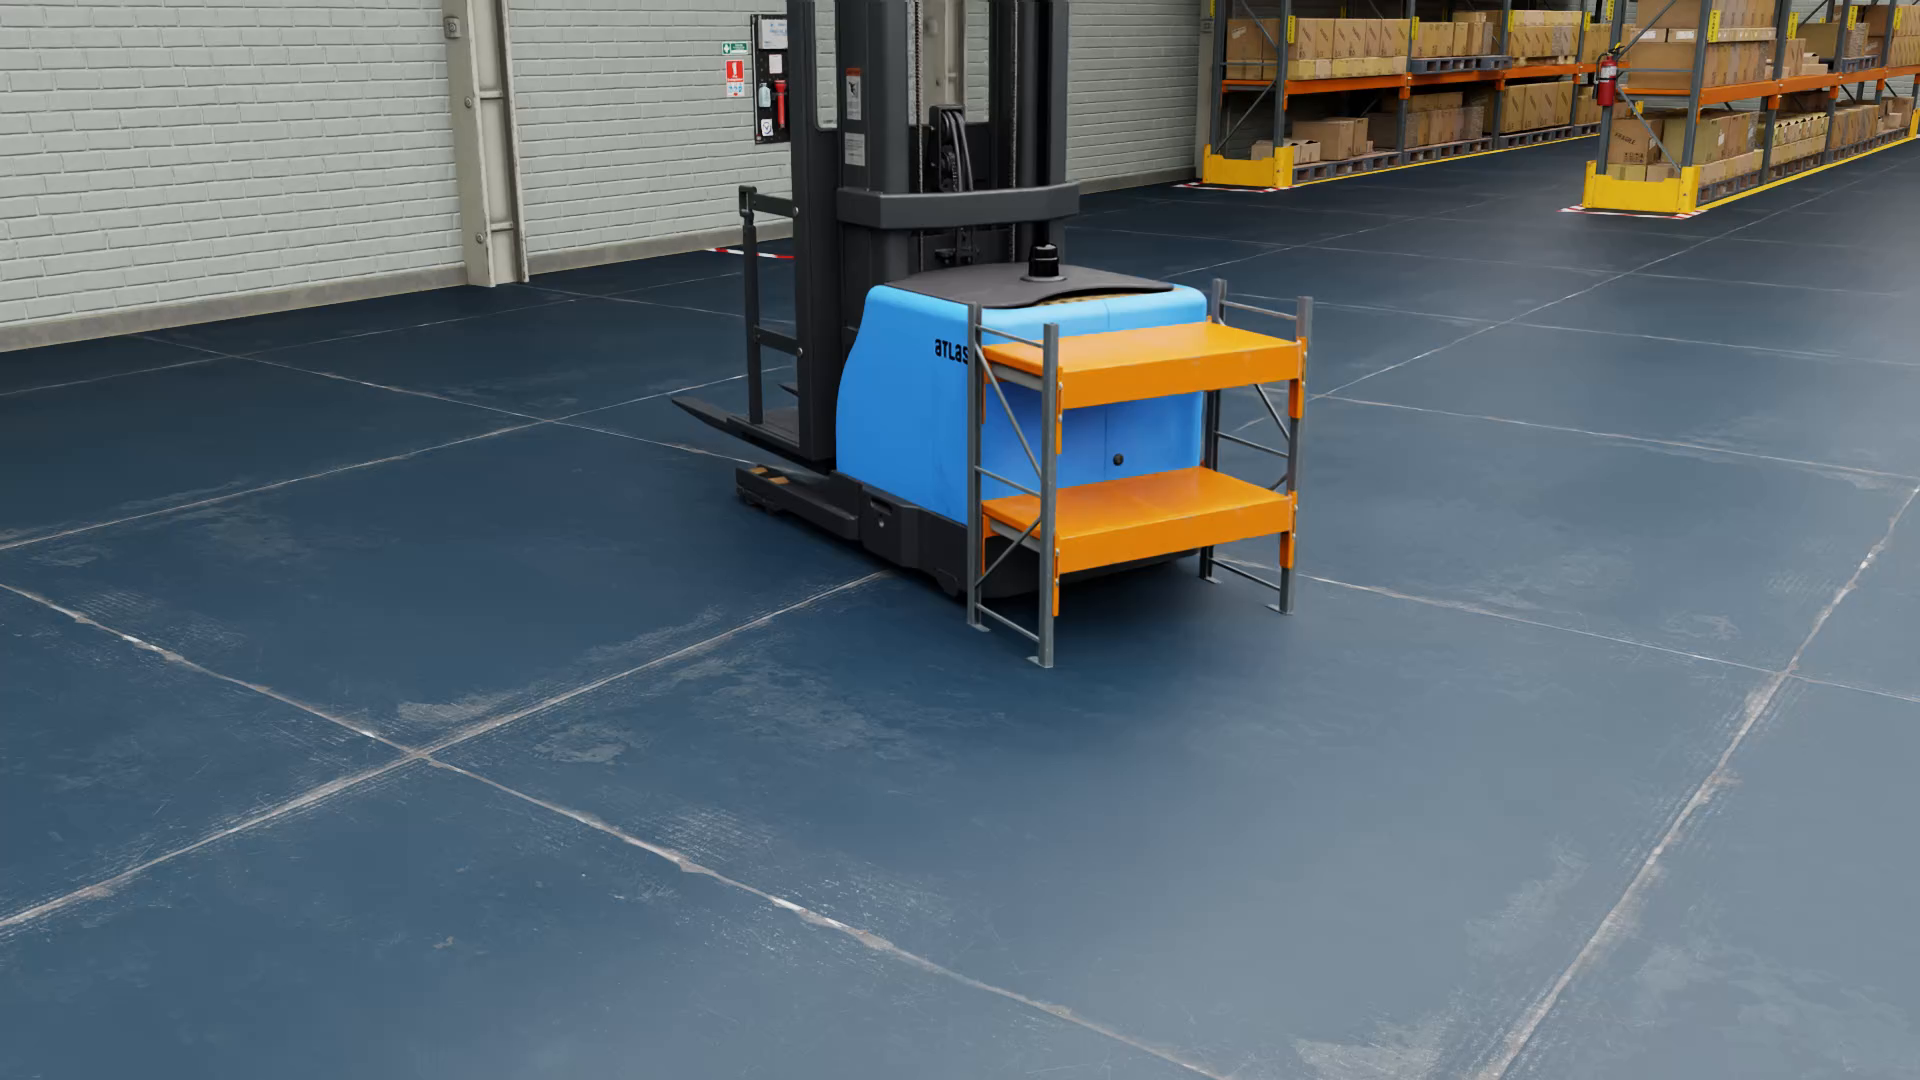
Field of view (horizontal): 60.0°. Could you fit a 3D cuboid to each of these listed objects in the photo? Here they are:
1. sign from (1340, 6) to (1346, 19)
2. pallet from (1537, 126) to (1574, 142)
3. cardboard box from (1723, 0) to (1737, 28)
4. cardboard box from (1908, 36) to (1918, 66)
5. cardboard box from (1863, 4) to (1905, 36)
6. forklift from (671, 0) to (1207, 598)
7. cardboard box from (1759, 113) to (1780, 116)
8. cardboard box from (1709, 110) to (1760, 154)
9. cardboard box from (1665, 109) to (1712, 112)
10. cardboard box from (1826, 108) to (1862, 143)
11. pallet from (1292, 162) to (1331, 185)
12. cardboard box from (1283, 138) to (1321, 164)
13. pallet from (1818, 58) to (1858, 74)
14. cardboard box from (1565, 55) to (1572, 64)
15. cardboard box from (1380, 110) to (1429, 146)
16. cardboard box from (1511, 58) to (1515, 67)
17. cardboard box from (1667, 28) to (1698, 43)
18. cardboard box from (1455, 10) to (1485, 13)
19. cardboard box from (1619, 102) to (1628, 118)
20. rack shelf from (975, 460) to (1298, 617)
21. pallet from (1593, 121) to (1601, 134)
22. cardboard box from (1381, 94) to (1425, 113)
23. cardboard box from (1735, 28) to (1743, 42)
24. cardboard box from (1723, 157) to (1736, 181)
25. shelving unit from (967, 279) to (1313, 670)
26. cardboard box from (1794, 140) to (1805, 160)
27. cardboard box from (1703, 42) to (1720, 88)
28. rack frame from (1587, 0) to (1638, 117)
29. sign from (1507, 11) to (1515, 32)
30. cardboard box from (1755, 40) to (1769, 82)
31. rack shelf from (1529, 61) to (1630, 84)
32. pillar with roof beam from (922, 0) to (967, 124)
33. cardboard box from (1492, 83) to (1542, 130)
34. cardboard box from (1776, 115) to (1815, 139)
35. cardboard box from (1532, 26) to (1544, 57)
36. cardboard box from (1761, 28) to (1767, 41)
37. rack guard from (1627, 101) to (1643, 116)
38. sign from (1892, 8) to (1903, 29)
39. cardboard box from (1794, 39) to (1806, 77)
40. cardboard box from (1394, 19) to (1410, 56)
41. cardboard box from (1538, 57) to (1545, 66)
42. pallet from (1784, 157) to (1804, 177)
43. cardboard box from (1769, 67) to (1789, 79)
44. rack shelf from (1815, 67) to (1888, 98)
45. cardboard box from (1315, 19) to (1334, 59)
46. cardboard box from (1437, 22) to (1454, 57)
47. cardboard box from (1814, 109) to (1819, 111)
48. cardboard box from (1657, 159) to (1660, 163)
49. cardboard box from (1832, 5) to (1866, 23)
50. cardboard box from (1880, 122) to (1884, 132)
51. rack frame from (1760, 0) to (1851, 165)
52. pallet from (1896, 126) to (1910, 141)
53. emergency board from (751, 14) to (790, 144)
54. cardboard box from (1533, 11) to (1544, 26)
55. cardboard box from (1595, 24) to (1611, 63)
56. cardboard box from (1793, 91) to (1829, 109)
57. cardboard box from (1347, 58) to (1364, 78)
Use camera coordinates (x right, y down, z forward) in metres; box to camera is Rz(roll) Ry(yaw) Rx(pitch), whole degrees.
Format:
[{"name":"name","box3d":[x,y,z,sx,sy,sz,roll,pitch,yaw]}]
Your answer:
[{"name":"sign","box3d":[5.626,-7.656,24.388,0.100,0.325,0.005,12,21,35]},{"name":"pallet","box3d":[10.441,-7.383,30.161,1.003,0.211,1.213,12,21,35]},{"name":"cardboard box","box3d":[8.600,-6.214,19.340,0.700,0.500,0.500,13,21,35]},{"name":"cardboard box","box3d":[16.548,-8.641,29.341,0.500,0.500,0.500,13,21,35]},{"name":"cardboard box","box3d":[15.328,-8.625,27.604,0.500,0.500,0.500,13,22,36]},{"name":"forklift","box3d":[-0.316,-1.574,6.869,1.130,2.935,3.031,-11,20,-32]},{"name":"cardboard box","box3d":[11.583,-6.040,24.118,0.500,0.311,0.500,12,21,33]},{"name":"cardboard box","box3d":[9.646,-5.111,20.808,0.500,0.500,0.500,12,21,35]},{"name":"cardboard box","box3d":[9.235,-5.201,21.099,0.500,0.500,0.500,12,21,35]},{"name":"cardboard box","box3d":[13.855,-6.528,26.180,0.500,0.500,0.500,12,21,33]},{"name":"pallet","box3d":[4.248,-4.927,22.253,1.003,0.211,1.213,12,21,35]},{"name":"cardboard box","box3d":[4.515,-5.264,22.429,0.500,0.311,0.500,15,22,39]},{"name":"pallet","box3d":[12.785,-7.166,25.087,1.213,0.211,1.003,12,21,35]},{"name":"cardboard box","box3d":[10.735,-8.606,29.789,0.380,0.149,0.250,13,21,36]},{"name":"cardboard box","box3d":[6.766,-6.332,25.551,0.700,0.500,0.500,12,21,34]},{"name":"cardboard box","box3d":[8.996,-7.944,27.658,0.380,0.149,0.250,13,21,35]},{"name":"cardboard box","box3d":[8.078,-5.592,18.430,0.380,0.149,0.250,12,21,34]},{"name":"cardboard box","box3d":[8.519,-8.670,27.636,0.500,0.250,0.500,13,22,36]},{"name":"cardboard box","box3d":[12.887,-8.686,33.165,0.700,0.500,0.500,12,21,35]},{"name":"rack shelf","box3d":[0.603,-0.025,5.753,1.000,0.278,0.538,-10,20,-29]},{"name":"pallet","box3d":[12.083,-8.039,32.274,1.003,0.211,1.213,12,21,35]},{"name":"cardboard box","box3d":[6.759,-6.664,25.354,0.500,0.250,0.500,12,21,34]},{"name":"cardboard box","box3d":[8.994,-5.958,19.608,0.380,0.149,0.250,13,21,35]},{"name":"cardboard box","box3d":[9.064,-4.512,20.142,0.500,0.250,0.500,12,21,35]},{"name":"shelving unit","box3d":[0.603,-0.259,5.680,1.048,1.125,0.538,-10,20,-29]},{"name":"cardboard box","box3d":[11.409,-5.438,23.124,0.500,0.250,0.500,13,21,36]},{"name":"cardboard box","box3d":[8.268,-5.461,19.104,0.700,0.500,0.500,13,22,36]},{"name":"rack frame","box3d":[13.224,-9.864,33.450,1.000,3.000,0.127,12,21,35]},{"name":"sign","box3d":[8.899,-8.380,26.853,0.100,0.325,0.005,12,21,35]},{"name":"cardboard box","box3d":[9.795,-6.072,21.072,0.700,0.500,0.500,12,21,33]},{"name":"rack shelf","box3d":[12.032,-9.044,32.023,1.077,0.370,4.000,12,21,35]},{"name":"pillar with roof beam","box3d":[3.295,-7.048,14.266,9.100,9.000,0.400,12,21,35]},{"name":"cardboard box","box3d":[9.528,-7.492,28.728,0.750,0.750,0.750,12,21,34]},{"name":"cardboard box","box3d":[11.716,-5.826,23.431,0.500,0.311,0.500,12,21,34]},{"name":"cardboard box","box3d":[9.568,-8.470,28.256,0.500,0.500,0.500,12,21,34]},{"name":"cardboard box","box3d":[9.761,-6.265,20.598,0.380,0.149,0.250,12,21,33]},{"name":"rack guard","box3d":[13.238,-8.676,33.839,1.175,0.500,0.348,12,21,35]},{"name":"sign","box3d":[15.269,-8.493,27.081,0.100,0.325,0.005,12,21,35]},{"name":"cardboard box","box3d":[11.451,-6.729,23.187,0.500,0.500,0.500,11,20,32]},{"name":"cardboard box","box3d":[6.040,-7.135,23.616,0.500,0.500,0.500,12,21,35]},{"name":"cardboard box","box3d":[9.907,-8.314,28.849,0.380,0.149,0.250,13,22,36]},{"name":"pallet","box3d":[11.188,-5.274,23.371,1.003,0.211,1.213,12,21,35]},{"name":"cardboard box","box3d":[10.746,-6.186,22.031,0.380,0.149,0.250,12,21,35]},{"name":"rack shelf","box3d":[13.629,-7.217,26.139,1.077,0.370,4.000,12,21,35]},{"name":"cardboard box","box3d":[4.519,-6.526,21.655,0.500,0.500,0.500,12,21,35]},{"name":"cardboard box","box3d":[7.110,-7.673,25.485,0.700,0.500,0.500,16,24,42]},{"name":"cardboard box","box3d":[13.115,-6.488,26.051,0.500,0.500,0.500,12,21,33]},{"name":"cardboard box","box3d":[8.041,-4.367,19.678,0.500,0.250,0.500,12,21,35]},{"name":"cardboard box","box3d":[14.914,-8.728,27.938,0.500,0.500,0.500,13,21,35]},{"name":"cardboard box","box3d":[15.752,-7.163,28.789,0.380,0.166,0.250,12,21,35]},{"name":"rack frame","box3d":[12.438,-7.084,24.498,1.000,3.000,0.127,12,21,35]},{"name":"pallet","box3d":[16.685,-7.450,30.377,1.003,0.211,1.213,12,21,35]},{"name":"emergency board","box3d":[-1.665,-4.362,15.732,0.194,1.169,0.643,12,21,35]},{"name":"cardboard box","box3d":[9.549,-8.827,28.141,0.500,0.250,0.500,13,21,35]},{"name":"cardboard box","box3d":[11.616,-9.354,31.301,0.980,0.700,0.700,12,21,33]},{"name":"cardboard box","box3d":[13.443,-6.981,26.376,0.500,0.250,0.500,12,21,34]},{"name":"cardboard box","box3d":[5.145,-6.418,22.571,0.500,0.250,0.500,13,21,35]}]
